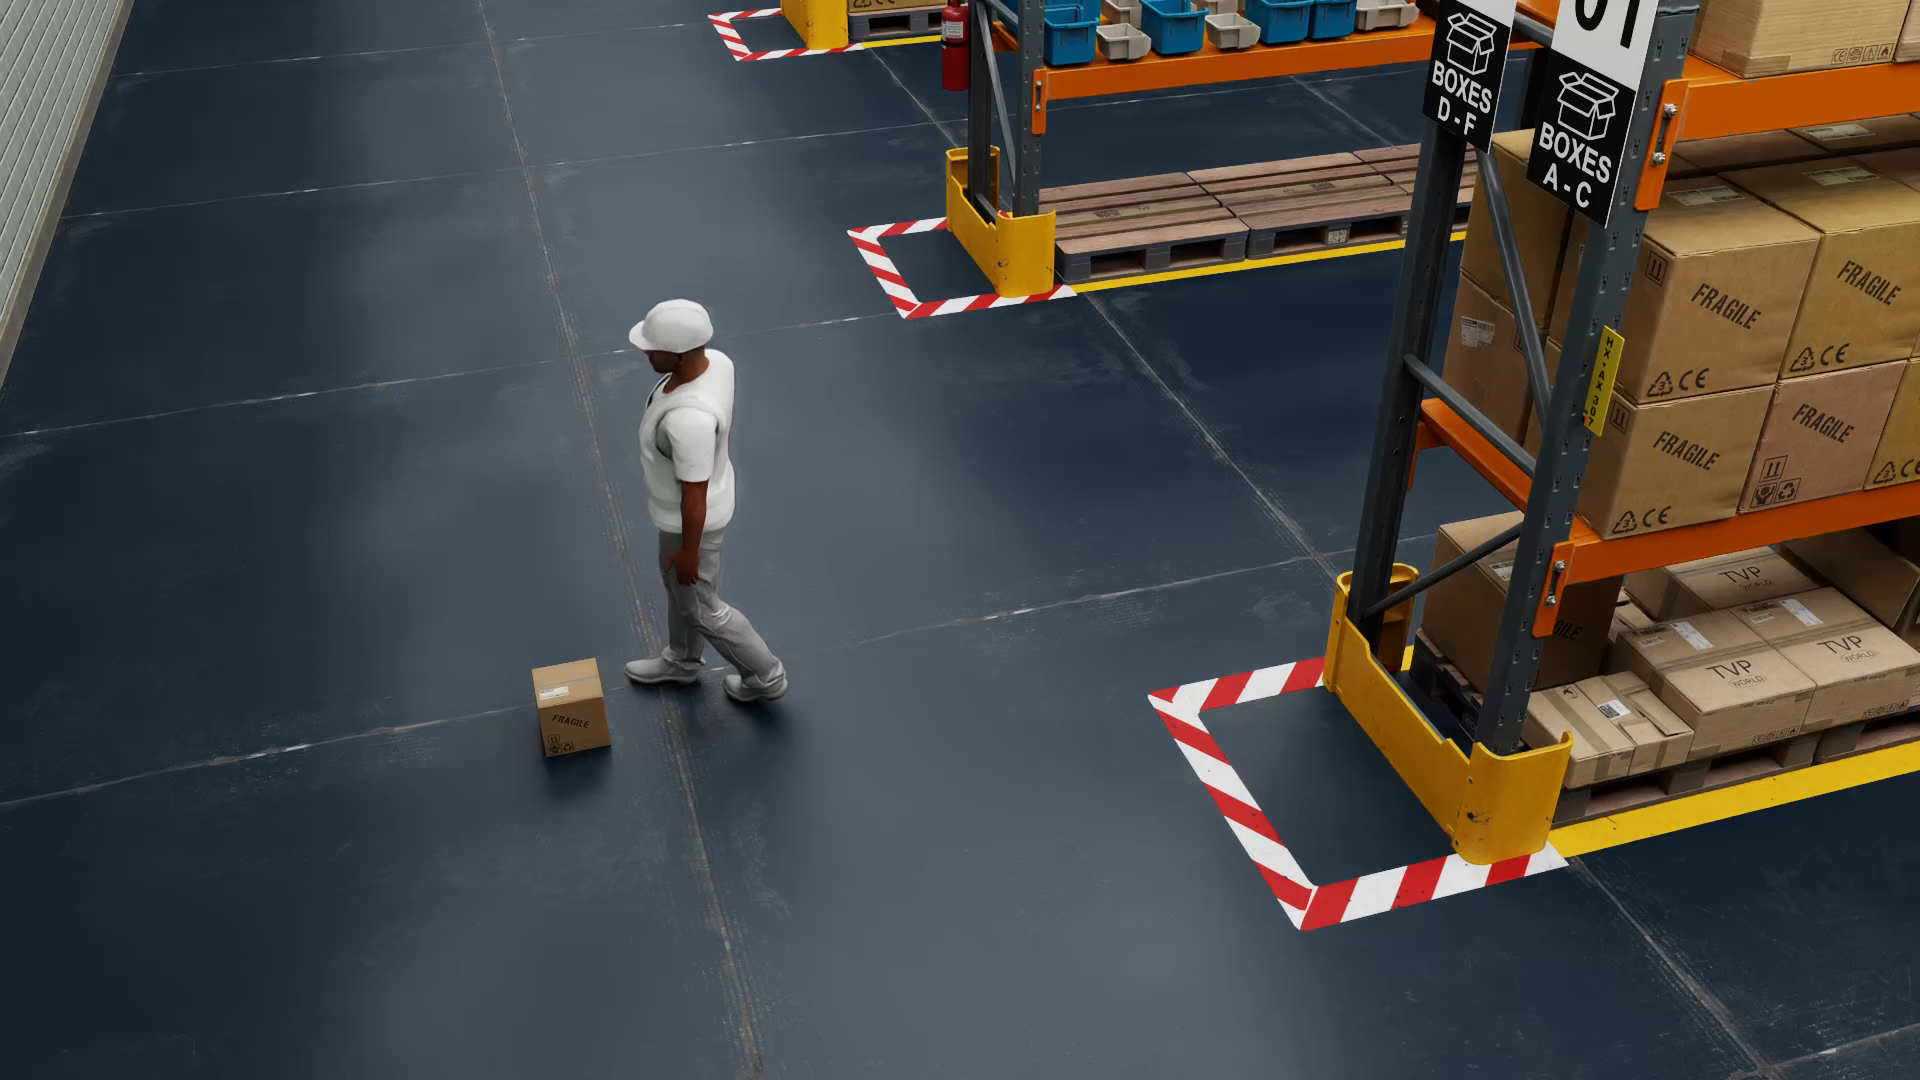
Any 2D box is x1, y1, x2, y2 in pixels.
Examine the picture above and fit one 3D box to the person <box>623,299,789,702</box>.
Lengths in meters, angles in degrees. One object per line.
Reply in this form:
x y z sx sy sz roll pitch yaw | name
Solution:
-1.033 -0.124 6.302 0.693 1.762 0.606 -1 34 -1 | person
